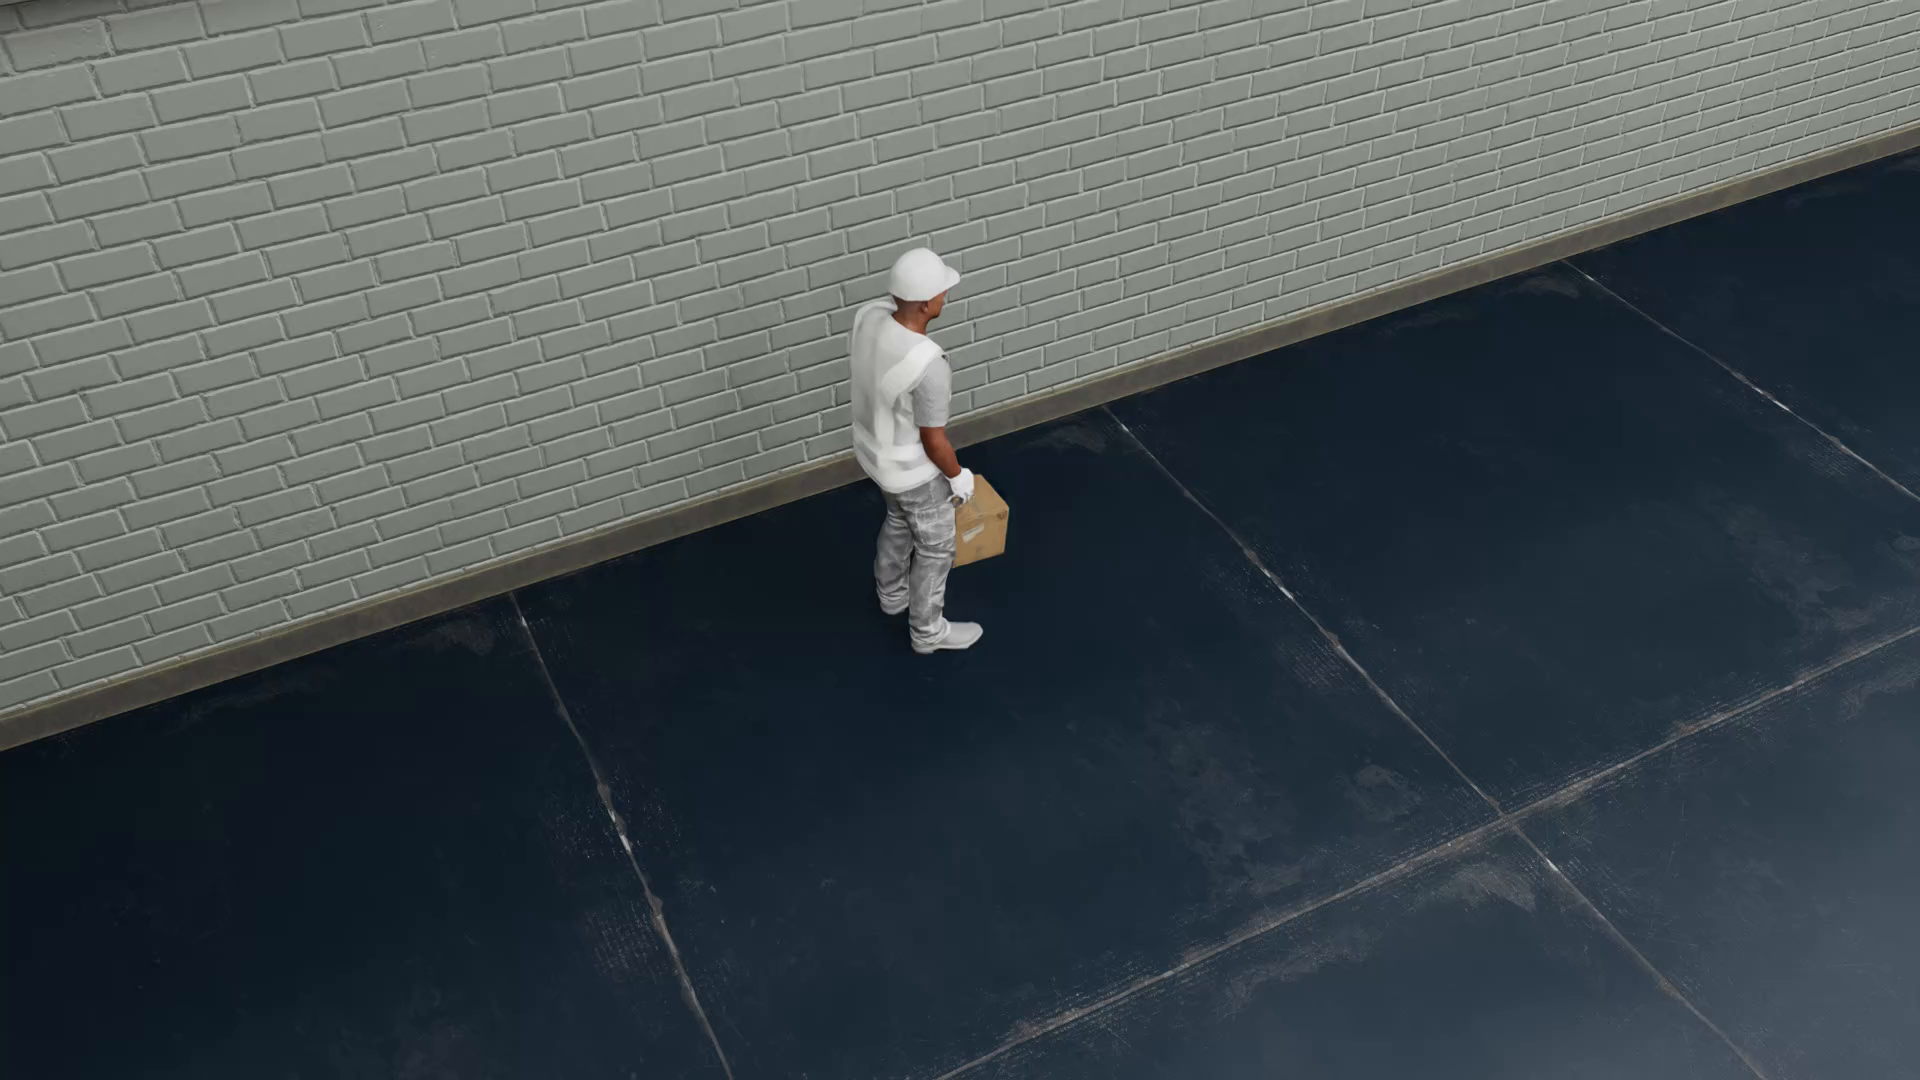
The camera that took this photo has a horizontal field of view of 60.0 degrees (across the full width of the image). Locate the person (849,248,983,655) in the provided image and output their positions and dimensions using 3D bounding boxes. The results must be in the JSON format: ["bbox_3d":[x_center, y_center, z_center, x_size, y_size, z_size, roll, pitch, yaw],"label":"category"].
[{"bbox_3d":[-0.189,-0.337,6.535,0.422,1.779,0.581,-20,45,-22],"label":"person"}]
